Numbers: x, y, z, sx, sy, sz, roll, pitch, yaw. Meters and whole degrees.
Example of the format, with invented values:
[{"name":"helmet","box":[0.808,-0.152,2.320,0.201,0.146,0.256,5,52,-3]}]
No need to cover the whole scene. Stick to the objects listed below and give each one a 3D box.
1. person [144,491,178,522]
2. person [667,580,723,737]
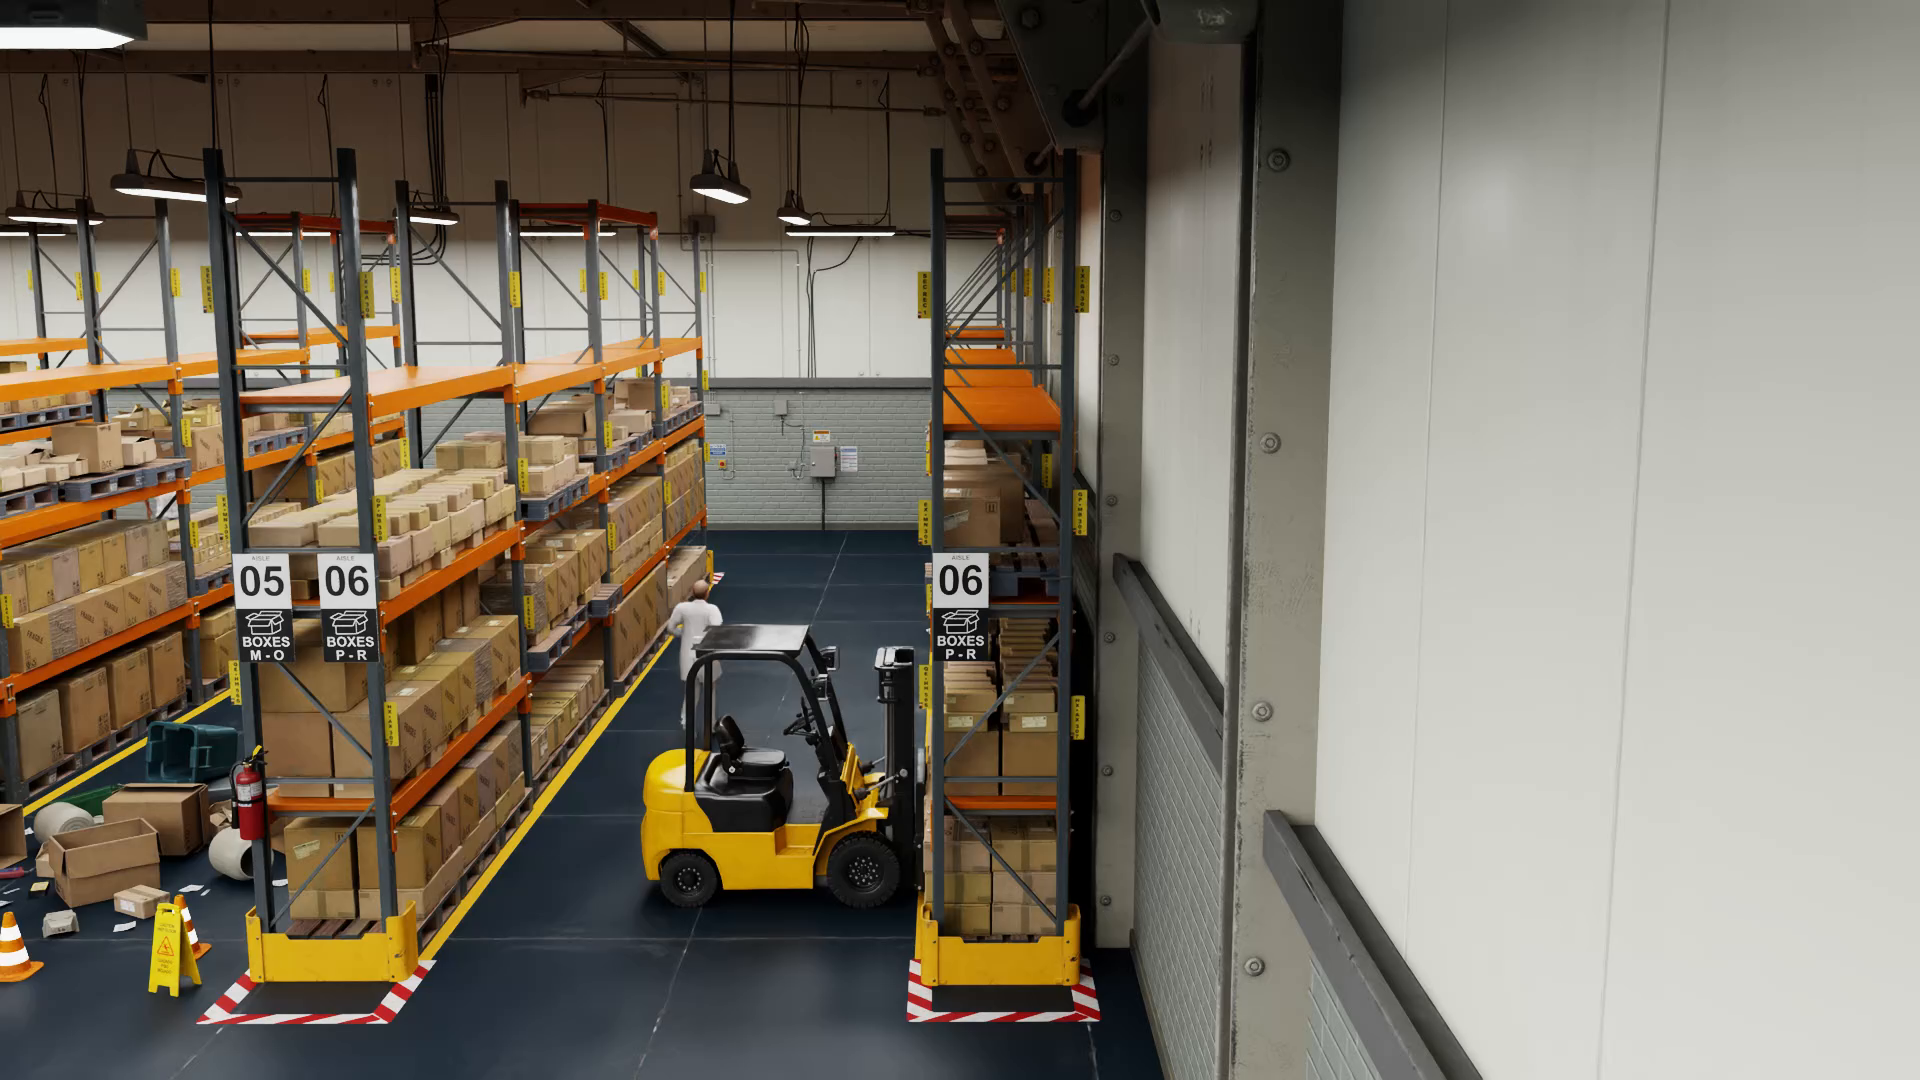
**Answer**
[{"name":"person","box":[-13.968,-0.388,29.395,0.696,1.808,0.823,-9,13,-43]},{"name":"person","box":[-2.918,1.361,18.418,0.694,1.813,0.917,1,9,9]}]
